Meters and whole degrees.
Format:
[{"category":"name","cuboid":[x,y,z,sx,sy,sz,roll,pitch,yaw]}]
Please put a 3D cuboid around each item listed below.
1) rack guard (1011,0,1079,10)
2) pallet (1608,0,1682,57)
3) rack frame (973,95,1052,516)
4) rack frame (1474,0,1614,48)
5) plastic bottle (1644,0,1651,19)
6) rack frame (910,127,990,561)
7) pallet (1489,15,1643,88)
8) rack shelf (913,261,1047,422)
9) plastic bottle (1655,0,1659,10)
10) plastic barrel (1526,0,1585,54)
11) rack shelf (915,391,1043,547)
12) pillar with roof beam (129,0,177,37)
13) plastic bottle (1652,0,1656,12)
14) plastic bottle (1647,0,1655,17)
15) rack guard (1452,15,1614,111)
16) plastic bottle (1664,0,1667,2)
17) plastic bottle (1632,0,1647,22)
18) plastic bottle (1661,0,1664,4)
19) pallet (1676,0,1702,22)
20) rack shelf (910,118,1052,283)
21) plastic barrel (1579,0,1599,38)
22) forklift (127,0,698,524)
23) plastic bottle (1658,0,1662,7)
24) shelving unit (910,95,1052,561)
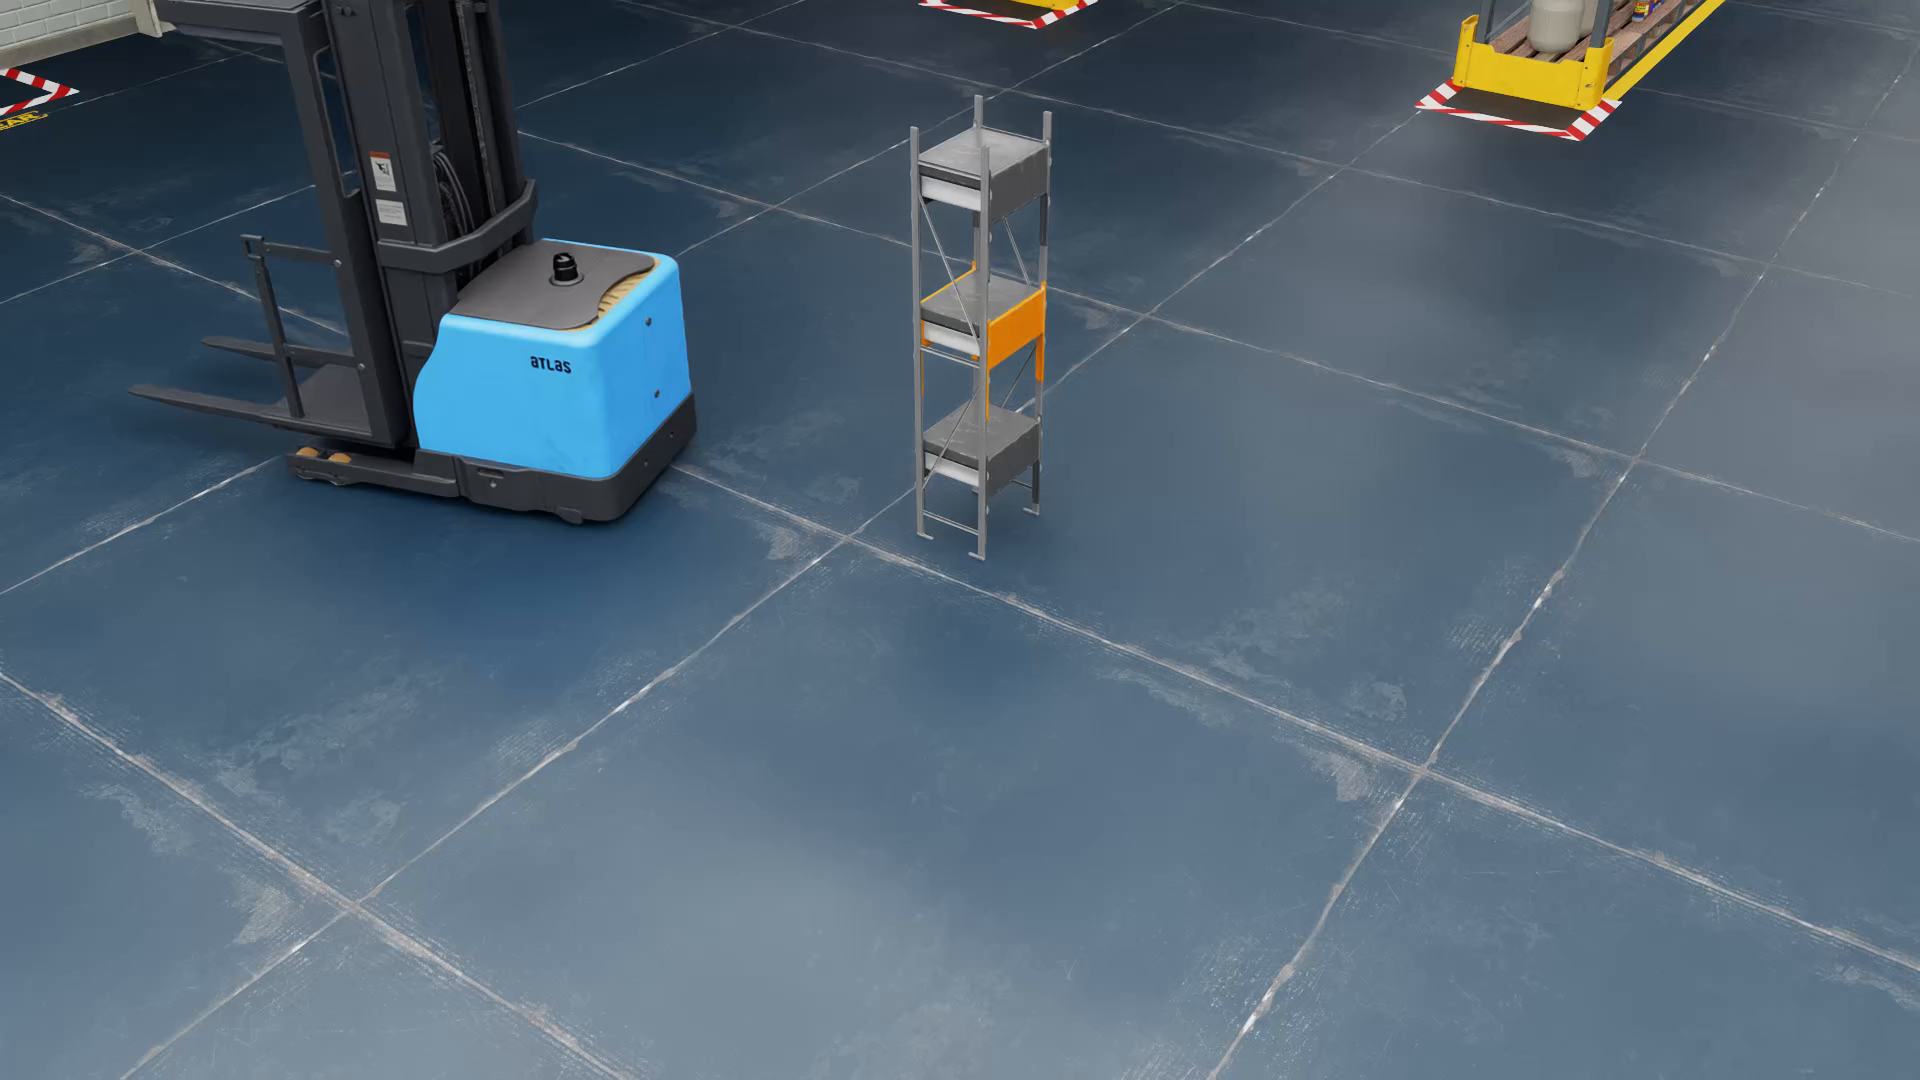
[{"category":"rack guard","cuboid":[0.577,-5.425,15.826,1.175,0.500,0.348,21,39,28]},{"category":"pallet","cuboid":[5.827,-4.714,15.032,1.003,0.211,1.213,21,39,28]},{"category":"rack frame","cuboid":[0.234,-1.058,7.940,0.400,2.100,0.015,21,39,28]},{"category":"rack frame","cuboid":[4.658,-4.888,12.800,1.000,3.000,0.127,21,39,28]},{"category":"plastic bottle","cuboid":[6.007,-4.693,14.618,0.097,0.201,0.097,0,34,0]},{"category":"rack frame","cuboid":[-0.045,-0.834,7.608,0.400,2.100,0.015,21,39,28]},{"category":"pallet","cuboid":[5.130,-4.155,14.206,1.003,0.211,1.213,21,39,28]},{"category":"rack shelf","cuboid":[0.094,-0.935,7.782,0.431,0.518,0.480,21,39,28]},{"category":"plastic bottle","cuboid":[6.200,-4.879,14.829,0.097,0.271,0.097,0,34,0]},{"category":"plastic barrel","cuboid":[4.971,-4.359,13.863,0.421,0.512,0.421,0,34,0]},{"category":"rack shelf","cuboid":[0.094,-0.355,8.174,0.431,0.518,0.480,21,39,28]},{"category":"pillar with roof beam","cuboid":[-3.677,-7.000,10.567,9.100,9.000,0.400,21,39,28]},{"category":"plastic bottle","cuboid":[6.143,-4.833,14.761,0.097,0.271,0.097,0,34,0]},{"category":"plastic bottle","cuboid":[6.092,-4.778,14.670,0.061,0.283,0.133,22,40,29]},{"category":"rack guard","cuboid":[4.663,-3.902,13.574,1.175,0.500,0.348,21,39,28]},{"category":"plastic bottle","cuboid":[6.374,-4.990,15.056,0.097,0.201,0.097,0,34,0]},{"category":"plastic bottle","cuboid":[5.948,-4.675,14.528,0.097,0.271,0.097,0,34,0]},{"category":"plastic bottle","cuboid":[6.316,-4.972,14.967,0.097,0.271,0.097,0,34,0]},{"category":"pallet","cuboid":[6.522,-5.278,15.866,1.003,0.211,1.213,21,39,28]},{"category":"rack shelf","cuboid":[0.094,-1.515,7.390,0.431,0.518,0.480,21,39,28]},{"category":"plastic barrel","cuboid":[5.256,-4.589,14.205,0.421,0.512,0.421,0,34,0]},{"category":"forklift","cuboid":[-2.997,-1.767,8.247,3.031,2.935,1.130,10,35,14]},{"category":"plastic bottle","cuboid":[6.257,-4.895,14.916,0.097,0.201,0.097,0,34,0]},{"category":"shelving unit","cuboid":[0.094,-0.946,7.774,0.431,2.100,0.503,21,39,28]}]
